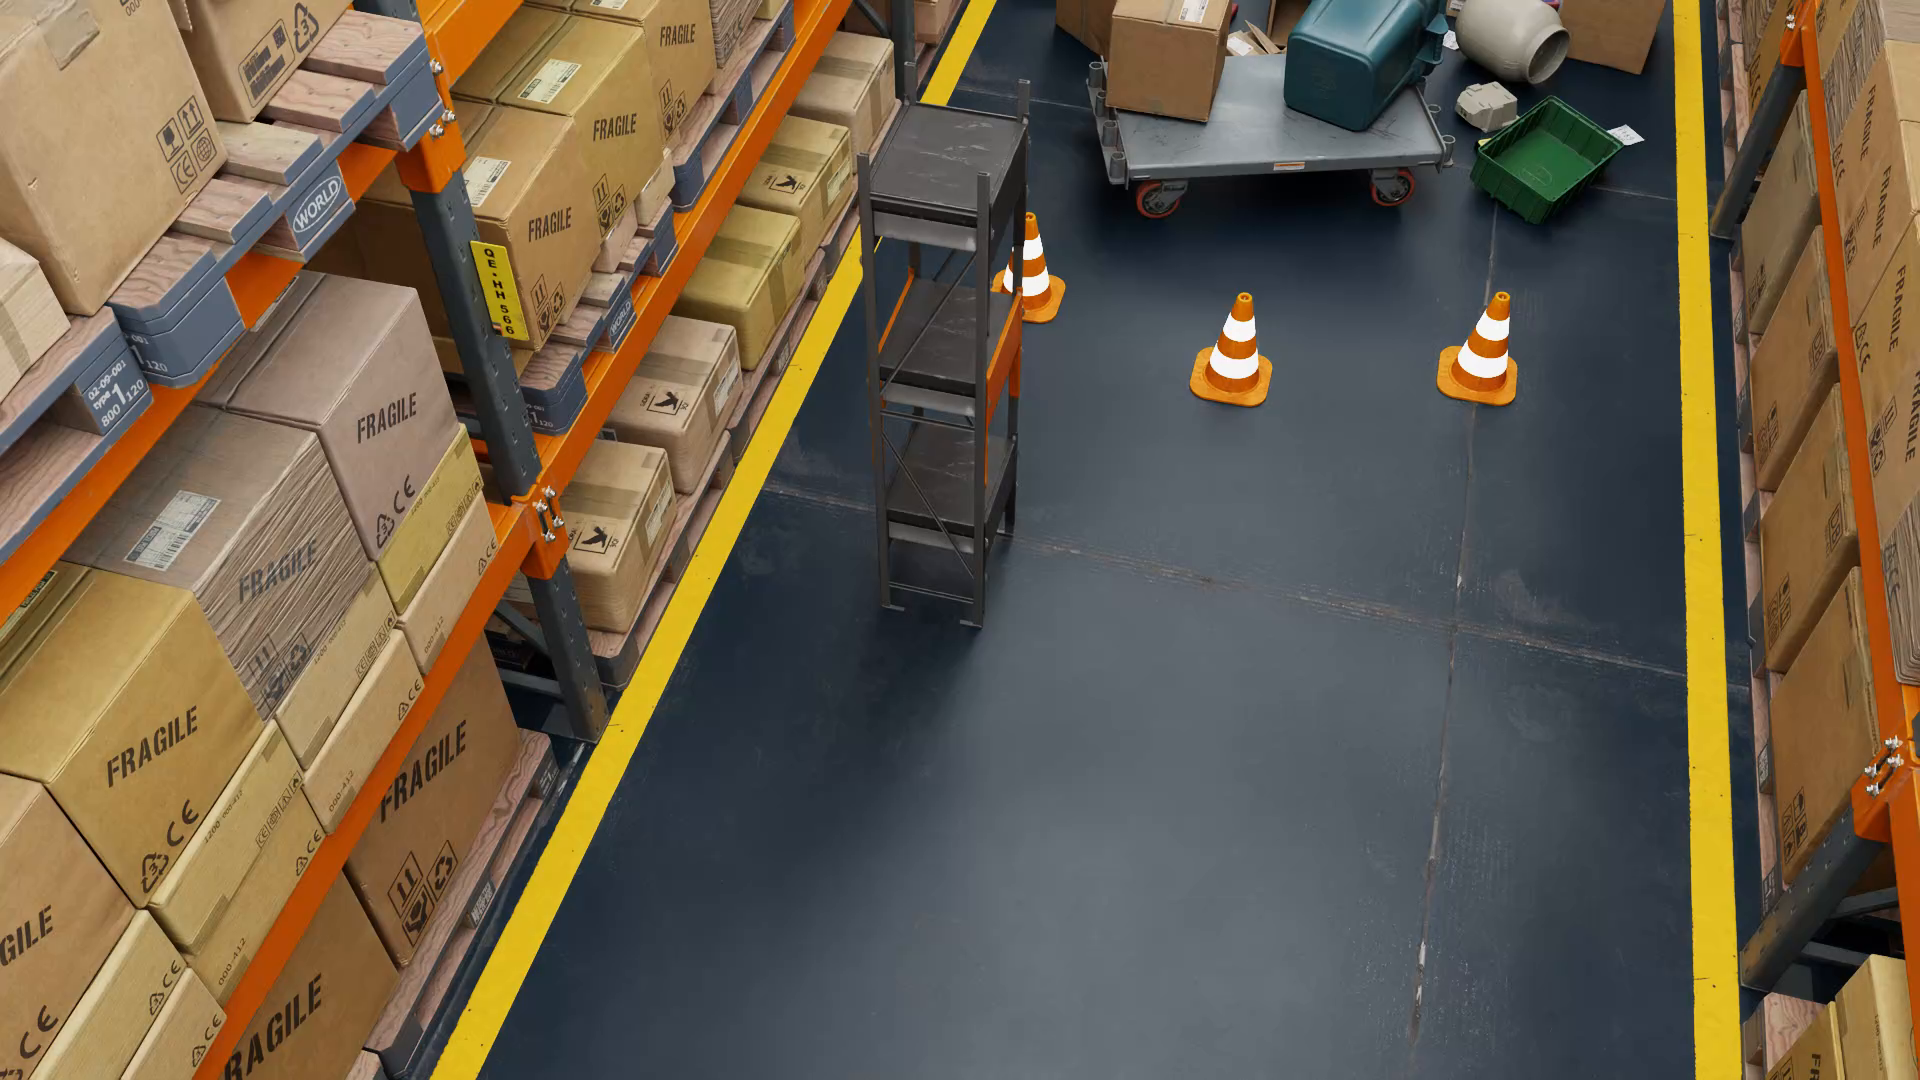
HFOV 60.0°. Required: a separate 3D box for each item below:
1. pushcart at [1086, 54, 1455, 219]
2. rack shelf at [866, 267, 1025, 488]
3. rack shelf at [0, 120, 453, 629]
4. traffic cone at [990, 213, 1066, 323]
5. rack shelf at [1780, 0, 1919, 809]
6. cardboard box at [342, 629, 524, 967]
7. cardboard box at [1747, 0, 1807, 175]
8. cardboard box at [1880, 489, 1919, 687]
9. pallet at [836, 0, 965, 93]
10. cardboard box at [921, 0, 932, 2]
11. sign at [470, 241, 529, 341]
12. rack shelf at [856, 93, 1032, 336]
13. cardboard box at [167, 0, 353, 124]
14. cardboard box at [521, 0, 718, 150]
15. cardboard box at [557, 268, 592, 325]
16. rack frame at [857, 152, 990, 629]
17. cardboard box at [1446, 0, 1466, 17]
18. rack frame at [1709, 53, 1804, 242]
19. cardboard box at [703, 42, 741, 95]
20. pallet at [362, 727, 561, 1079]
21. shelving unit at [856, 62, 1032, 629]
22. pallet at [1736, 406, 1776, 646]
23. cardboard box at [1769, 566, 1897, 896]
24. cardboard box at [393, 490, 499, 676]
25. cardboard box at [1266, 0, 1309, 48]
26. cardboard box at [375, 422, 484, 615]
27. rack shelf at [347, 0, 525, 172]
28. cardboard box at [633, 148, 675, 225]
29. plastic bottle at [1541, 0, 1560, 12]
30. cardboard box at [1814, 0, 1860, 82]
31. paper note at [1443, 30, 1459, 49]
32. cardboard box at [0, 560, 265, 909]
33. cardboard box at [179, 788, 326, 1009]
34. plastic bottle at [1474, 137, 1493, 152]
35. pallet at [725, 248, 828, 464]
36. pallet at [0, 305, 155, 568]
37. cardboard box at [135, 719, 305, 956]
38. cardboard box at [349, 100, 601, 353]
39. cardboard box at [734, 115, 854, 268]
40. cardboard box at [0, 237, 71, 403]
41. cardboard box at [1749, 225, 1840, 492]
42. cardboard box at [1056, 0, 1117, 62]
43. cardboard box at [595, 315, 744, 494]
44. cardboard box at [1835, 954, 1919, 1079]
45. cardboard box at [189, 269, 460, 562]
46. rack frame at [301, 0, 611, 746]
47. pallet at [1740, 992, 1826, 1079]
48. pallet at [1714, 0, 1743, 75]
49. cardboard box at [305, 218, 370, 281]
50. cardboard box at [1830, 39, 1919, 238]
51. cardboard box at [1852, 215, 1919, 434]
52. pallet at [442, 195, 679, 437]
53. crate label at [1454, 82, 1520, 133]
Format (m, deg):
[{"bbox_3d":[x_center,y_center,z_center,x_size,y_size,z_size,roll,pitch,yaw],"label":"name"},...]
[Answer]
[{"bbox_3d":[1.489,-2.004,8.186,1.648,0.377,0.936,-4,49,-3],"label":"pushcart"},{"bbox_3d":[-0.044,-0.566,5.786,0.431,0.518,0.480,12,50,10],"label":"rack shelf"},{"bbox_3d":[-2.303,0.300,2.883,1.077,0.370,4.000,12,50,10],"label":"rack shelf"},{"bbox_3d":[0.301,-1.273,7.484,0.336,0.463,0.334,12,50,10],"label":"traffic cone"},{"bbox_3d":[3.552,-0.697,5.763,1.077,0.370,4.000,12,50,10],"label":"rack shelf"},{"bbox_3d":[-2.038,0.655,5.227,0.875,0.875,0.875,11,50,10],"label":"cardboard box"},{"bbox_3d":[4.312,-2.259,7.799,0.875,0.875,0.875,12,50,11],"label":"cardboard box"},{"bbox_3d":[2.885,0.099,4.514,0.500,0.500,0.500,12,50,10],"label":"cardboard box"},{"bbox_3d":[-0.581,-2.856,9.048,1.003,0.211,1.213,12,50,10],"label":"pallet"},{"bbox_3d":[-0.308,-3.136,8.490,0.500,0.500,0.500,14,50,12],"label":"cardboard box"},{"bbox_3d":[-1.240,-0.668,4.486,0.100,0.325,0.005,12,50,10],"label":"sign"},{"bbox_3d":[-0.044,-1.029,5.261,0.431,0.518,0.480,12,50,10],"label":"rack shelf"},{"bbox_3d":[-1.730,-1.256,3.427,0.797,0.503,0.637,9,49,8],"label":"cardboard box"},{"bbox_3d":[-1.171,-1.706,5.629,0.500,0.500,0.500,12,50,11],"label":"cardboard box"},{"bbox_3d":[-1.405,-0.844,5.301,0.380,0.149,0.250,9,49,8],"label":"cardboard box"},{"bbox_3d":[-0.108,-0.399,5.620,0.400,2.100,0.015,12,50,10],"label":"rack frame"},{"bbox_3d":[2.754,-3.084,9.214,0.396,0.266,0.258,19,51,16],"label":"cardboard box"},{"bbox_3d":[4.079,-2.382,6.770,1.000,3.000,0.127,12,50,10],"label":"rack frame"},{"bbox_3d":[-1.039,-1.806,6.150,0.380,0.149,0.250,13,50,11],"label":"cardboard box"},{"bbox_3d":[-2.056,1.086,5.570,1.003,0.211,1.213,12,50,10],"label":"pallet"},{"bbox_3d":[-0.044,-0.575,5.776,0.431,2.100,0.503,12,50,10],"label":"shelving unit"},{"bbox_3d":[3.629,-0.001,6.529,1.003,0.211,1.213,12,50,10],"label":"pallet"},{"bbox_3d":[3.273,0.694,5.276,1.050,0.750,0.750,11,49,10],"label":"cardboard box"},{"bbox_3d":[-1.659,0.074,4.703,0.500,0.250,0.500,10,49,9],"label":"cardboard box"},{"bbox_3d":[2.071,-2.950,8.846,0.797,0.637,0.503,12,50,10],"label":"cardboard box"},{"bbox_3d":[-1.659,-0.108,4.530,0.500,0.250,0.500,11,50,10],"label":"cardboard box"},{"bbox_3d":[-1.250,-2.594,5.436,1.077,0.370,4.000,12,50,10],"label":"rack shelf"},{"bbox_3d":[-1.196,-1.228,5.640,0.380,0.149,0.250,12,50,10],"label":"cardboard box"},{"bbox_3d":[3.180,-2.993,9.269,0.283,0.061,0.133,-4,49,-3],"label":"plastic bottle"},{"bbox_3d":[3.681,-2.088,6.444,0.500,0.500,0.500,12,50,10],"label":"cardboard box"},{"bbox_3d":[2.671,-2.740,9.072,0.172,0.023,0.155,28,54,22],"label":"paper note"},{"bbox_3d":[-1.924,0.400,3.582,0.500,0.500,0.500,12,50,10],"label":"cardboard box"},{"bbox_3d":[-1.926,0.808,4.055,0.500,0.250,0.500,11,50,10],"label":"cardboard box"},{"bbox_3d":[2.695,-1.907,8.311,0.133,0.061,0.283,-11,50,-10],"label":"plastic bottle"},{"bbox_3d":[-1.246,-0.914,7.335,1.003,0.211,1.213,12,50,10],"label":"pallet"},{"bbox_3d":[-2.186,-0.037,2.826,1.003,0.211,1.213,14,50,12],"label":"pallet"},{"bbox_3d":[-1.905,0.638,3.871,0.500,0.250,0.500,10,49,9],"label":"cardboard box"},{"bbox_3d":[-1.435,-0.943,4.955,0.500,0.500,0.500,10,49,9],"label":"cardboard box"},{"bbox_3d":[-1.045,-1.655,7.601,0.950,0.372,0.625,14,50,12],"label":"cardboard box"},{"bbox_3d":[-1.801,-0.414,2.843,0.396,0.266,0.258,10,49,9],"label":"cardboard box"},{"bbox_3d":[3.744,-0.613,6.429,1.050,0.750,0.750,12,50,10],"label":"cardboard box"},{"bbox_3d":[0.871,-2.966,8.951,0.500,0.500,0.500,-27,54,-22],"label":"cardboard box"},{"bbox_3d":[-1.431,-0.604,6.674,0.950,0.372,0.625,11,49,9],"label":"cardboard box"},{"bbox_3d":[2.611,1.402,4.317,0.500,0.250,0.500,10,49,8],"label":"cardboard box"},{"bbox_3d":[-1.660,-0.331,4.226,0.500,0.500,0.500,10,49,9],"label":"cardboard box"},{"bbox_3d":[-1.776,-0.392,5.014,1.000,3.000,0.127,12,50,10],"label":"rack frame"},{"bbox_3d":[2.819,1.999,4.764,1.003,0.211,1.213,12,50,10],"label":"pallet"},{"bbox_3d":[4.673,-2.879,9.069,1.003,0.211,1.213,12,50,10],"label":"pallet"},{"bbox_3d":[-1.925,-1.047,5.047,0.500,0.500,0.500,10,49,9],"label":"cardboard box"},{"bbox_3d":[3.414,-1.361,5.803,0.500,0.500,0.500,11,50,10],"label":"cardboard box"},{"bbox_3d":[3.150,-0.623,5.151,0.500,0.500,0.500,11,49,9],"label":"cardboard box"},{"bbox_3d":[-1.691,-0.865,5.560,1.213,0.211,1.003,12,50,10],"label":"pallet"},{"bbox_3d":[2.709,-2.235,8.550,0.298,0.136,0.250,-19,51,-16],"label":"crate label"}]
